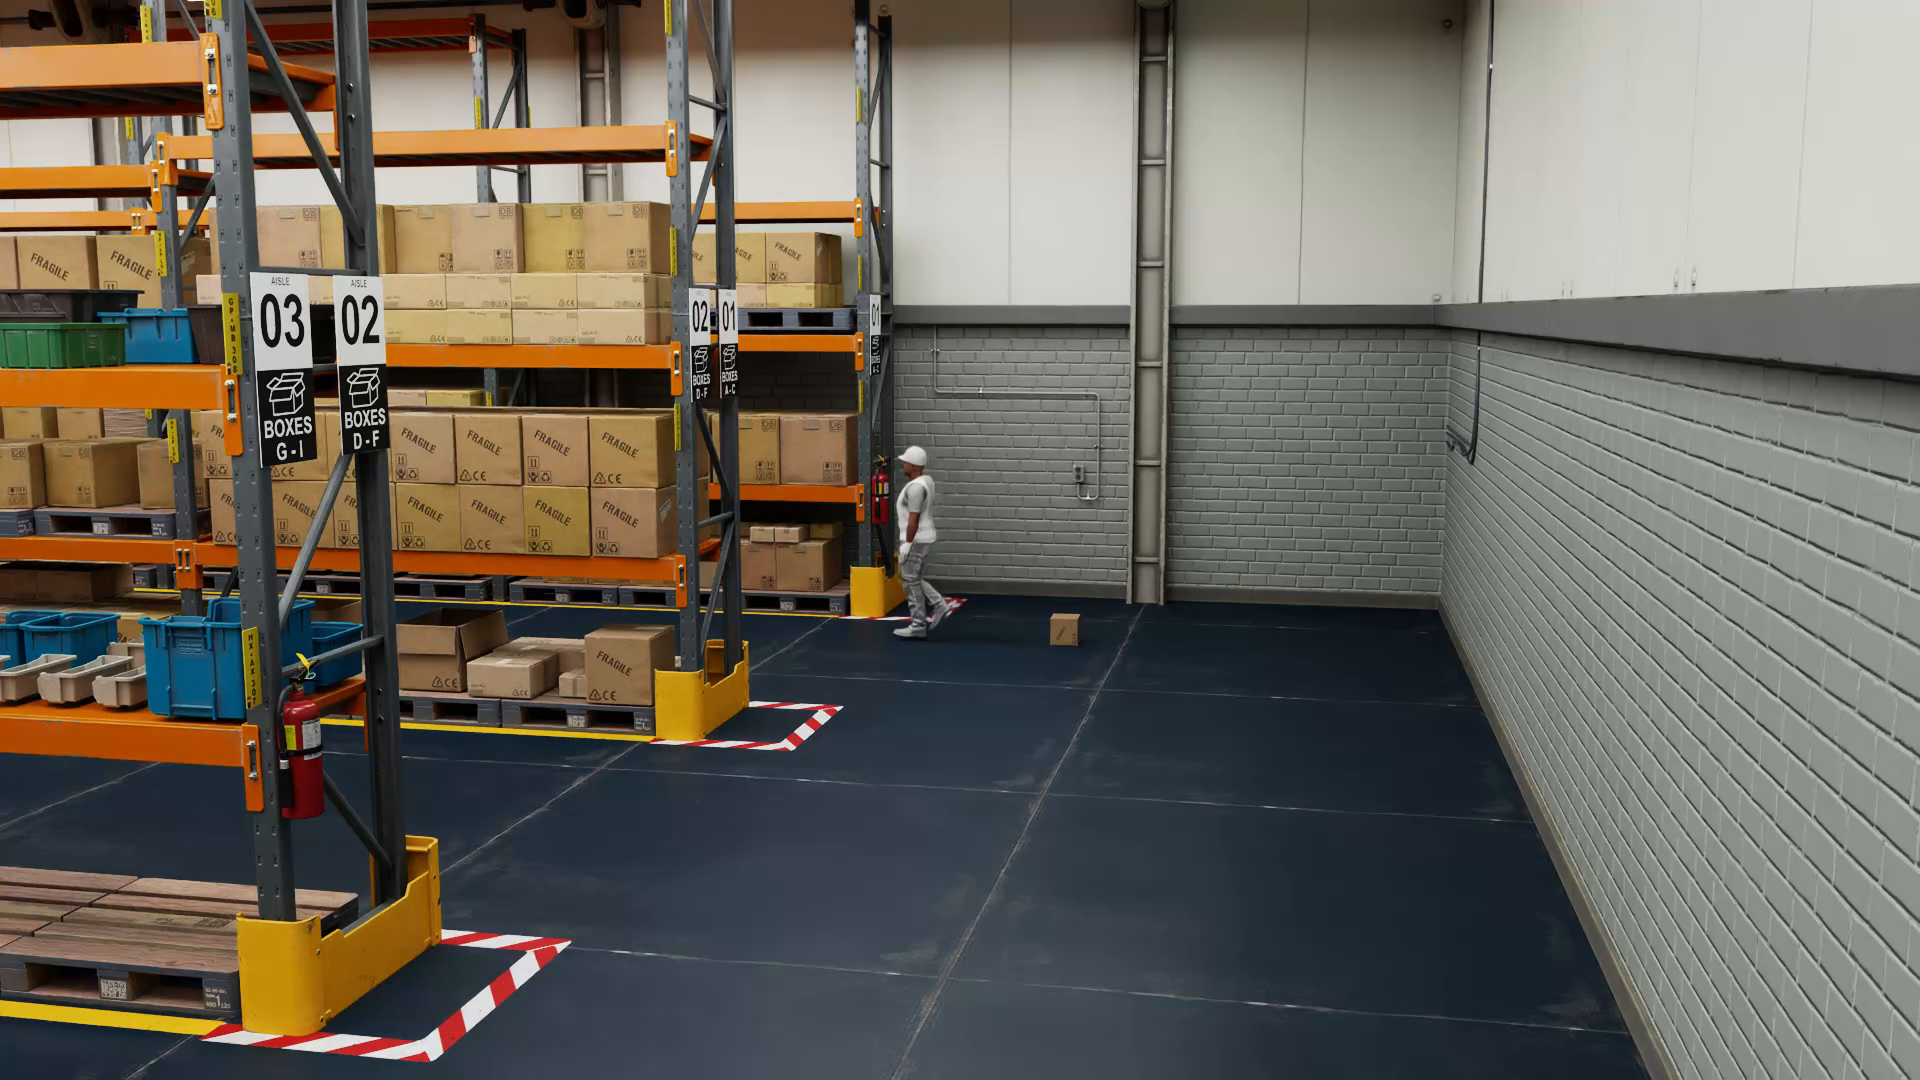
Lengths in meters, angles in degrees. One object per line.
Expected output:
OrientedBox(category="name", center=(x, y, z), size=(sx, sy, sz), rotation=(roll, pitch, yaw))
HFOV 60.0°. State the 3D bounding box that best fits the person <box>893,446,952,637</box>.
OrientedBox(category="person", center=(-0.352, 0.016, 15.423), size=(0.526, 1.777, 0.563), rotation=(1, 8, 7))
